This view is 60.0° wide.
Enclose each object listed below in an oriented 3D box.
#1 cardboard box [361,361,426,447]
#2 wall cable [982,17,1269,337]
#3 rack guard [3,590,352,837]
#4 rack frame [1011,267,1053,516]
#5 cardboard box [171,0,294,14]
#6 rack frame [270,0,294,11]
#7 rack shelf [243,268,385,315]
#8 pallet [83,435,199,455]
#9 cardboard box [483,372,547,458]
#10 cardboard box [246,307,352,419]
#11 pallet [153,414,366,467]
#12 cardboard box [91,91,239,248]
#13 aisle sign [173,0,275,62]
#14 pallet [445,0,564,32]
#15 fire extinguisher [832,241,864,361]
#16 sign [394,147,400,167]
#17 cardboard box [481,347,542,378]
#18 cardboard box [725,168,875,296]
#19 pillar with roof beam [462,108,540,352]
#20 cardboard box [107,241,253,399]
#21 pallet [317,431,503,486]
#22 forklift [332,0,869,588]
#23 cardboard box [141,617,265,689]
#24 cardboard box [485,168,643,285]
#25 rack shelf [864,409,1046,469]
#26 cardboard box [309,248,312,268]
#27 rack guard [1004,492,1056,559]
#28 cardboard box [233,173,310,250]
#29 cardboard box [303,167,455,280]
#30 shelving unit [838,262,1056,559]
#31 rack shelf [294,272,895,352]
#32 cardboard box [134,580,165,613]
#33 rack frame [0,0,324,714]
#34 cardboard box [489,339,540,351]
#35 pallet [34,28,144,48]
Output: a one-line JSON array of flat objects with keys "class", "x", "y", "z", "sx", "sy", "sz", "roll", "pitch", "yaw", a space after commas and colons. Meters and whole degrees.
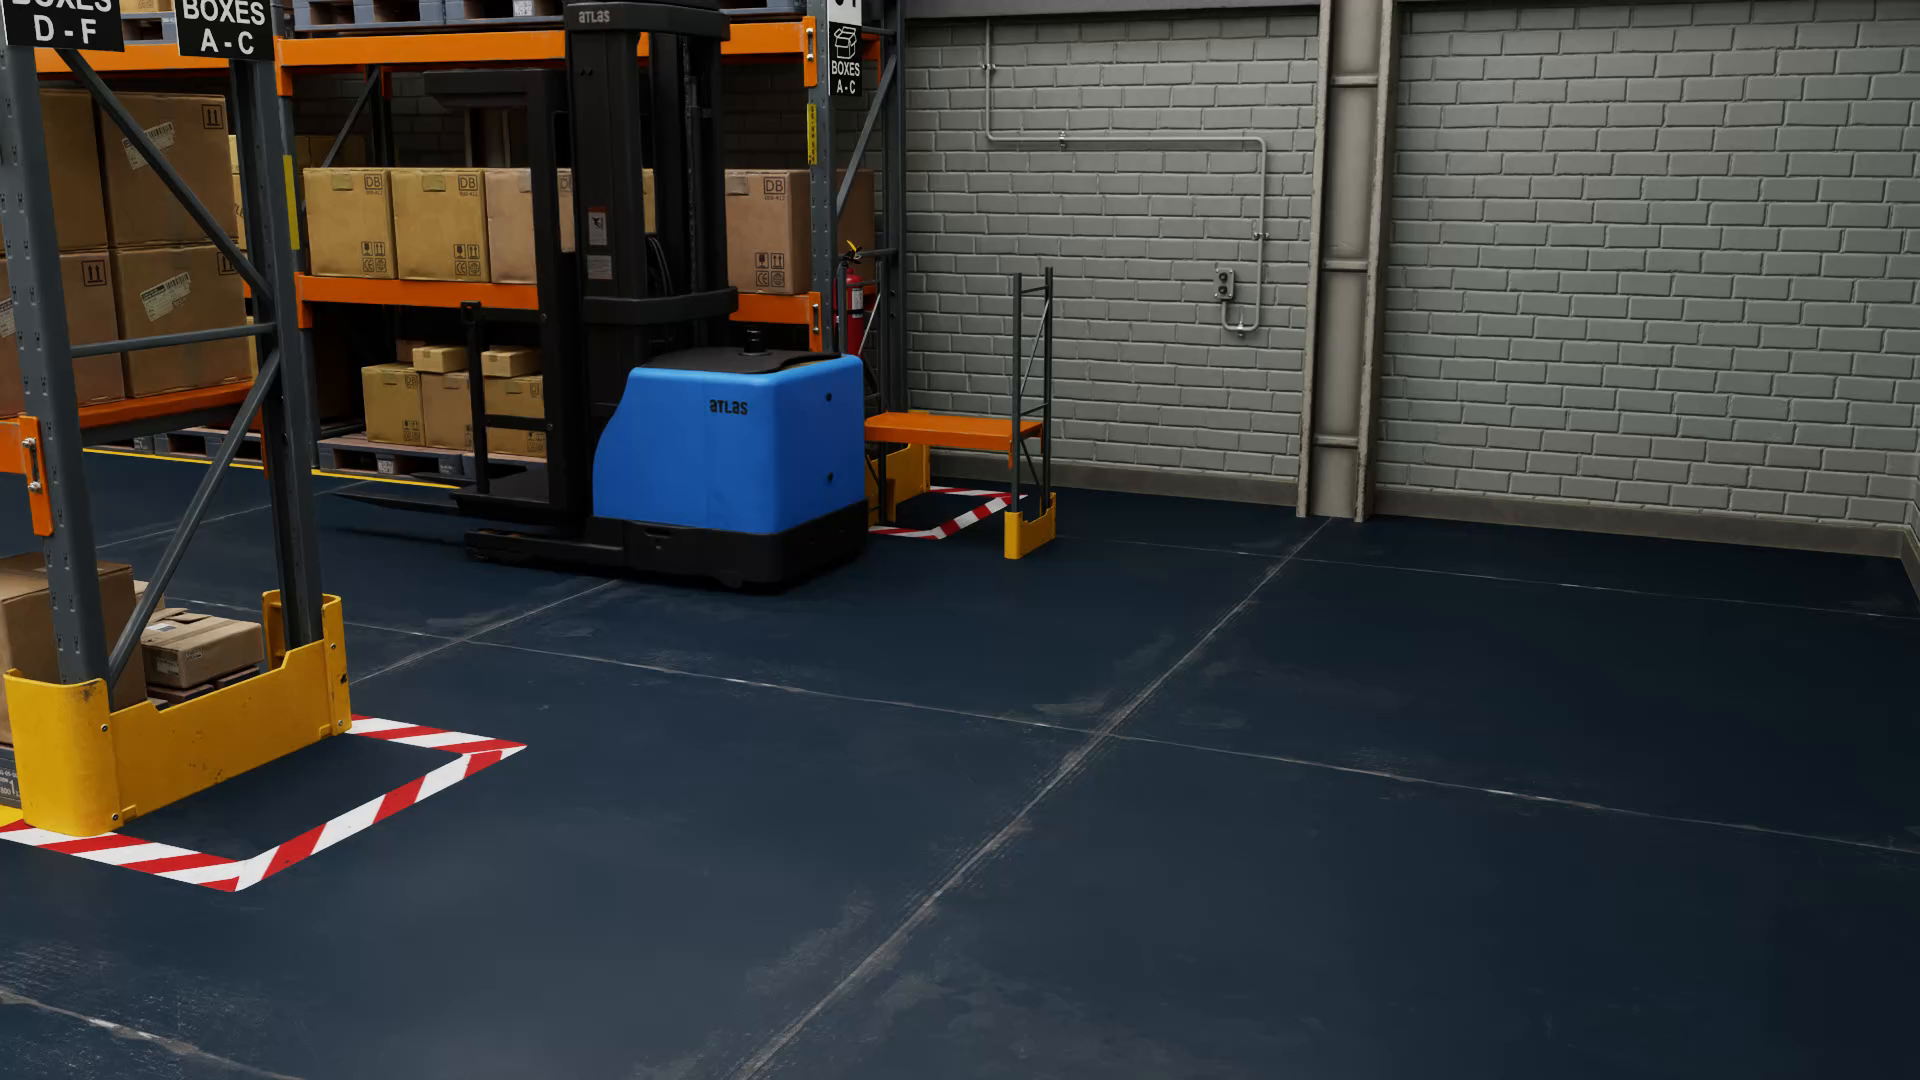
[{"class": "cardboard box", "x": -3.601, "y": -0.949, "z": 11.286, "sx": 0.500, "sy": 0.500, "sz": 0.700, "roll": 6, "pitch": 14, "yaw": 24}, {"class": "wall cable", "x": 0.968, "y": -2.256, "z": 10.078, "sx": 1.851, "sy": 1.984, "sz": 0.084, "roll": 6, "pitch": 14, "yaw": 23}, {"class": "rack guard", "x": -2.658, "y": 0.563, "z": 5.762, "sx": 0.348, "sy": 0.500, "sz": 1.175, "roll": 6, "pitch": 14, "yaw": 23}, {"class": "rack frame", "x": 0.387, "y": -0.691, "z": 8.917, "sx": 0.032, "sy": 1.500, "sz": 0.500, "roll": 6, "pitch": 14, "yaw": 23}, {"class": "cardboard box", "x": -5.003, "y": -3.880, "z": 11.475, "sx": 0.500, "sy": 0.500, "sz": 0.700, "roll": 5, "pitch": 14, "yaw": 20}, {"class": "rack frame", "x": -4.243, "y": -4.973, "z": 10.749, "sx": 0.127, "sy": 3.000, "sz": 1.000, "roll": 6, "pitch": 14, "yaw": 23}, {"class": "rack shelf", "x": -6.071, "y": -1.887, "z": 12.305, "sx": 4.000, "sy": 0.370, "sz": 1.077, "roll": 6, "pitch": 14, "yaw": 23}, {"class": "pallet", "x": -6.098, "y": -0.863, "z": 12.470, "sx": 1.213, "sy": 0.211, "sz": 1.003, "roll": 6, "pitch": 14, "yaw": 23}, {"class": "cardboard box", "x": -2.674, "y": -0.854, "z": 10.881, "sx": 0.500, "sy": 0.500, "sz": 0.700, "roll": 6, "pitch": 15, "yaw": 25}, {"class": "cardboard box", "x": -4.890, "y": -1.243, "z": 11.773, "sx": 0.750, "sy": 0.750, "sz": 0.750, "roll": 6, "pitch": 14, "yaw": 24}, {"class": "pallet", "x": -4.979, "y": -0.750, "z": 11.990, "sx": 1.213, "sy": 0.211, "sz": 1.003, "roll": 6, "pitch": 14, "yaw": 23}, {"class": "cardboard box", "x": -2.888, "y": -1.279, "z": 5.730, "sx": 0.500, "sy": 0.500, "sz": 0.500, "roll": 6, "pitch": 15, "yaw": 25}, {"class": "aisle sign", "x": -2.407, "y": -1.968, "z": 5.384, "sx": 0.004, "sy": 0.787, "sz": 0.394, "roll": 6, "pitch": 14, "yaw": 23}, {"class": "pallet", "x": -2.388, "y": -3.278, "z": 10.288, "sx": 1.213, "sy": 0.211, "sz": 1.003, "roll": 6, "pitch": 14, "yaw": 23}, {"class": "fire extinguisher", "x": -0.635, "y": -1.353, "z": 9.438, "sx": 0.183, "sy": 0.674, "sz": 0.296, "roll": 6, "pitch": 14, "yaw": 23}, {"class": "sign", "x": -4.019, "y": -2.628, "z": 11.821, "sx": 0.005, "sy": 0.325, "sz": 0.100, "roll": 6, "pitch": 14, "yaw": 23}, {"class": "cardboard box", "x": -2.884, "y": -1.147, "z": 10.709, "sx": 0.250, "sy": 0.149, "sz": 0.380, "roll": 5, "pitch": 14, "yaw": 22}, {"class": "cardboard box", "x": -1.056, "y": -1.873, "z": 10.015, "sx": 0.700, "sy": 0.700, "sz": 0.980, "roll": 7, "pitch": 15, "yaw": 26}, {"class": "pillar with roof beam", "x": -4.996, "y": -4.190, "z": 7.411, "sx": 0.400, "sy": 9.000, "sz": 9.100, "roll": 6, "pitch": 14, "yaw": 23}, {"class": "cardboard box", "x": -2.888, "y": -0.792, "z": 5.845, "sx": 0.500, "sy": 0.500, "sz": 0.500, "roll": 6, "pitch": 15, "yaw": 24}, {"class": "pallet", "x": -3.579, "y": -0.608, "z": 11.384, "sx": 1.213, "sy": 0.211, "sz": 1.003, "roll": 6, "pitch": 14, "yaw": 23}, {"class": "forklift", "x": -2.046, "y": -1.397, "z": 8.791, "sx": 3.031, "sy": 2.935, "sz": 1.130, "roll": 6, "pitch": 15, "yaw": 24}, {"class": "cardboard box", "x": -2.832, "y": 0.416, "z": 6.193, "sx": 0.250, "sy": 0.149, "sz": 0.380, "roll": 6, "pitch": 14, "yaw": 23}, {"class": "cardboard box", "x": -2.419, "y": -2.011, "z": 10.601, "sx": 0.700, "sy": 0.700, "sz": 0.980, "roll": 5, "pitch": 14, "yaw": 21}, {"class": "rack shelf", "x": -0.078, "y": -0.563, "z": 9.158, "sx": 1.000, "sy": 0.185, "sz": 0.538, "roll": 6, "pitch": 14, "yaw": 23}, {"class": "cardboard box", "x": -4.469, "y": -2.012, "z": 11.770, "sx": 0.250, "sy": 0.149, "sz": 0.380, "roll": 5, "pitch": 14, "yaw": 21}, {"class": "rack guard", "x": 0.386, "y": -0.083, "z": 9.060, "sx": 0.087, "sy": 0.250, "sz": 0.587, "roll": 6, "pitch": 14, "yaw": 23}, {"class": "cardboard box", "x": -4.767, "y": -2.246, "z": 11.345, "sx": 0.500, "sy": 0.500, "sz": 0.500, "roll": 6, "pitch": 14, "yaw": 22}, {"class": "cardboard box", "x": -3.753, "y": -2.145, "z": 11.172, "sx": 0.700, "sy": 0.700, "sz": 0.980, "roll": 6, "pitch": 14, "yaw": 24}, {"class": "shelving unit", "x": -0.070, "y": -0.737, "z": 9.114, "sx": 1.083, "sy": 1.500, "sz": 0.587, "roll": 6, "pitch": 14, "yaw": 23}, {"class": "rack shelf", "x": -2.414, "y": -1.517, "z": 10.728, "sx": 4.000, "sy": 0.370, "sz": 1.077, "roll": 6, "pitch": 14, "yaw": 23}, {"class": "cardboard box", "x": -3.428, "y": 0.322, "z": 6.374, "sx": 0.500, "sy": 0.250, "sz": 0.500, "roll": 6, "pitch": 14, "yaw": 23}, {"class": "rack frame", "x": -2.589, "y": -0.647, "z": 5.446, "sx": 0.127, "sy": 3.000, "sz": 1.000, "roll": 6, "pitch": 14, "yaw": 23}, {"class": "cardboard box", "x": -2.929, "y": -1.247, "z": 11.136, "sx": 0.250, "sy": 0.149, "sz": 0.380, "roll": 5, "pitch": 14, "yaw": 21}, {"class": "pallet", "x": -6.266, "y": -3.639, "z": 12.046, "sx": 1.213, "sy": 0.211, "sz": 1.003, "roll": 7, "pitch": 15, "yaw": 26}]
